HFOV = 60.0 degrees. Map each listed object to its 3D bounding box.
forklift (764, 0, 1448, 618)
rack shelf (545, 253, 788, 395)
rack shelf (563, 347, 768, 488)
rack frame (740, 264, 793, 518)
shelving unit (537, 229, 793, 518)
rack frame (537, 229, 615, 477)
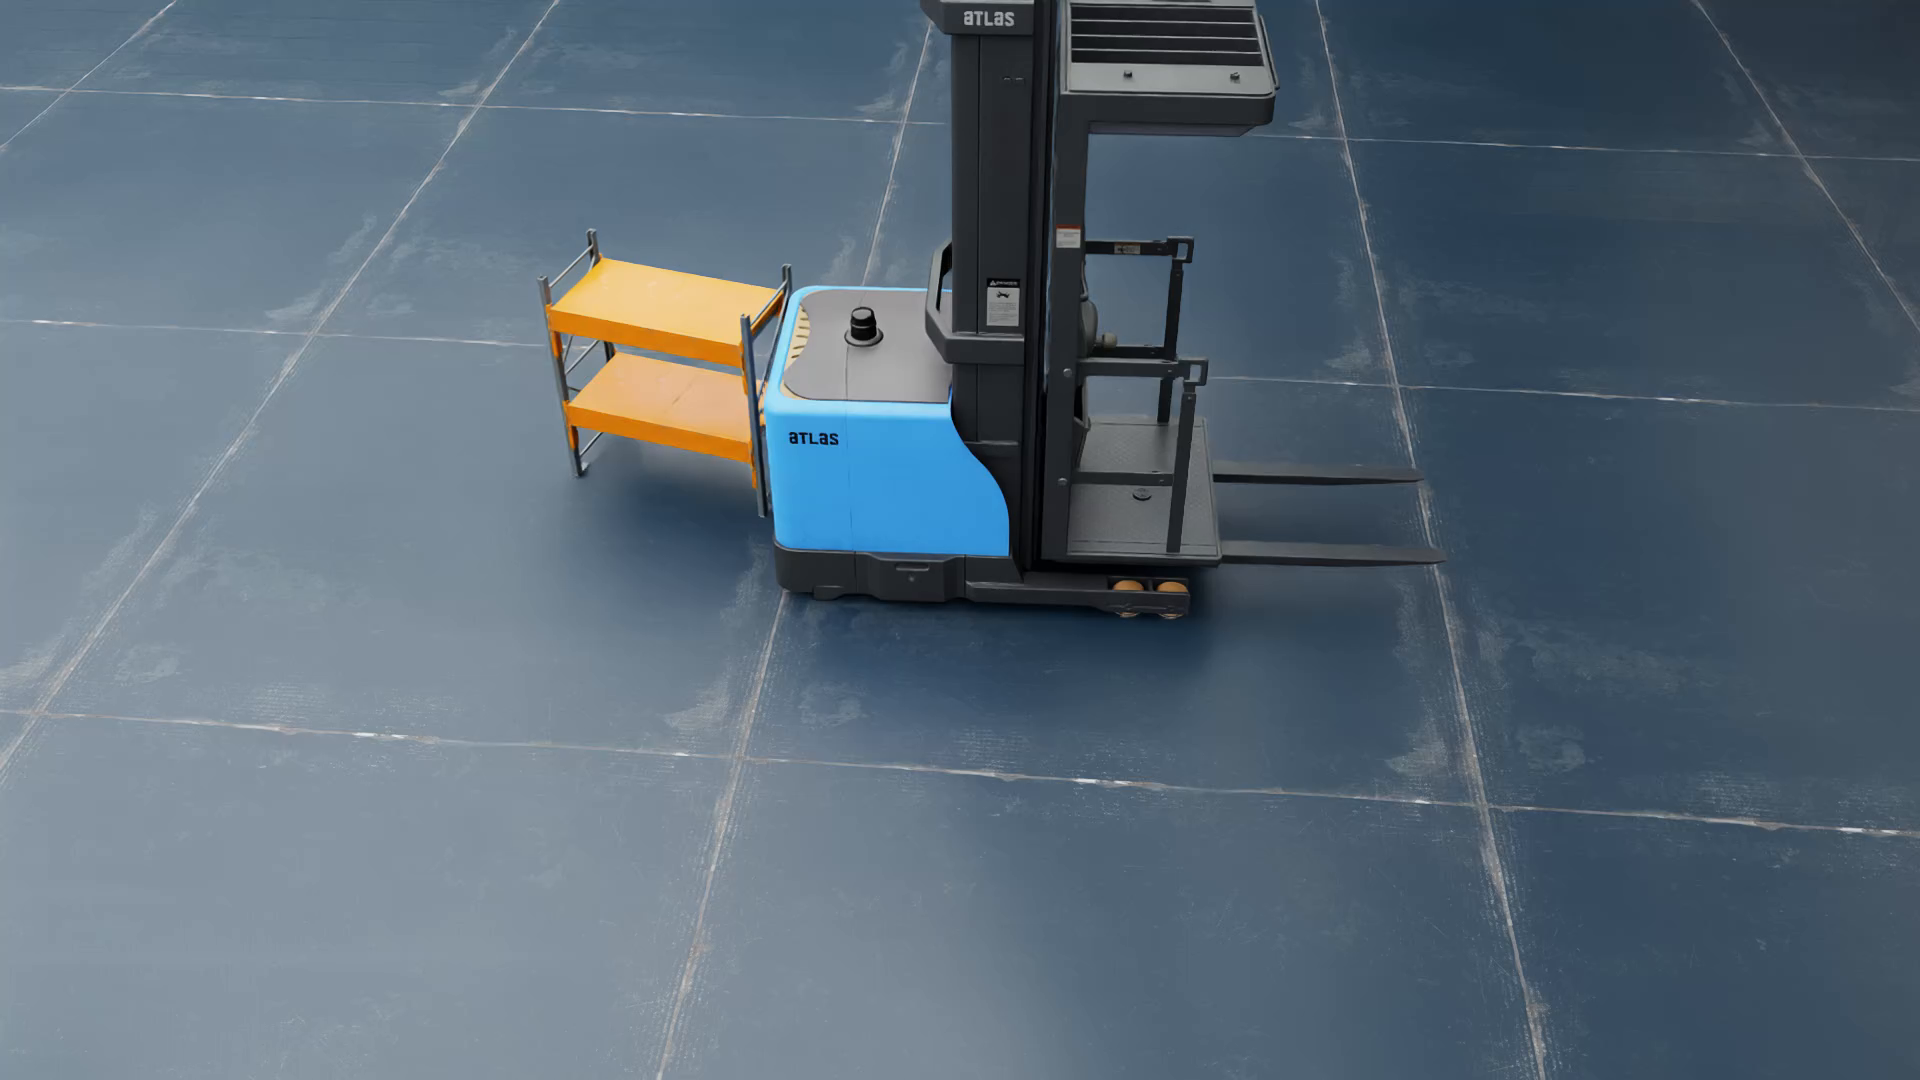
[{"bbox_3d":[0.694,-1.132,6.989,3.031,2.935,1.130,2,39,2],"label":"forklift"},{"bbox_3d":[-1.360,-1.026,7.826,1.000,0.278,0.538,12,41,15],"label":"rack shelf"},{"bbox_3d":[-1.360,-0.609,8.165,1.000,0.278,0.538,12,41,15],"label":"rack shelf"},{"bbox_3d":[-0.879,-0.694,7.882,0.032,1.125,0.500,12,41,15],"label":"rack frame"},{"bbox_3d":[-1.360,-0.799,8.011,1.048,1.125,0.538,12,41,15],"label":"shelving unit"},{"bbox_3d":[-1.840,-0.904,8.140,0.032,1.125,0.500,12,41,15],"label":"rack frame"}]
